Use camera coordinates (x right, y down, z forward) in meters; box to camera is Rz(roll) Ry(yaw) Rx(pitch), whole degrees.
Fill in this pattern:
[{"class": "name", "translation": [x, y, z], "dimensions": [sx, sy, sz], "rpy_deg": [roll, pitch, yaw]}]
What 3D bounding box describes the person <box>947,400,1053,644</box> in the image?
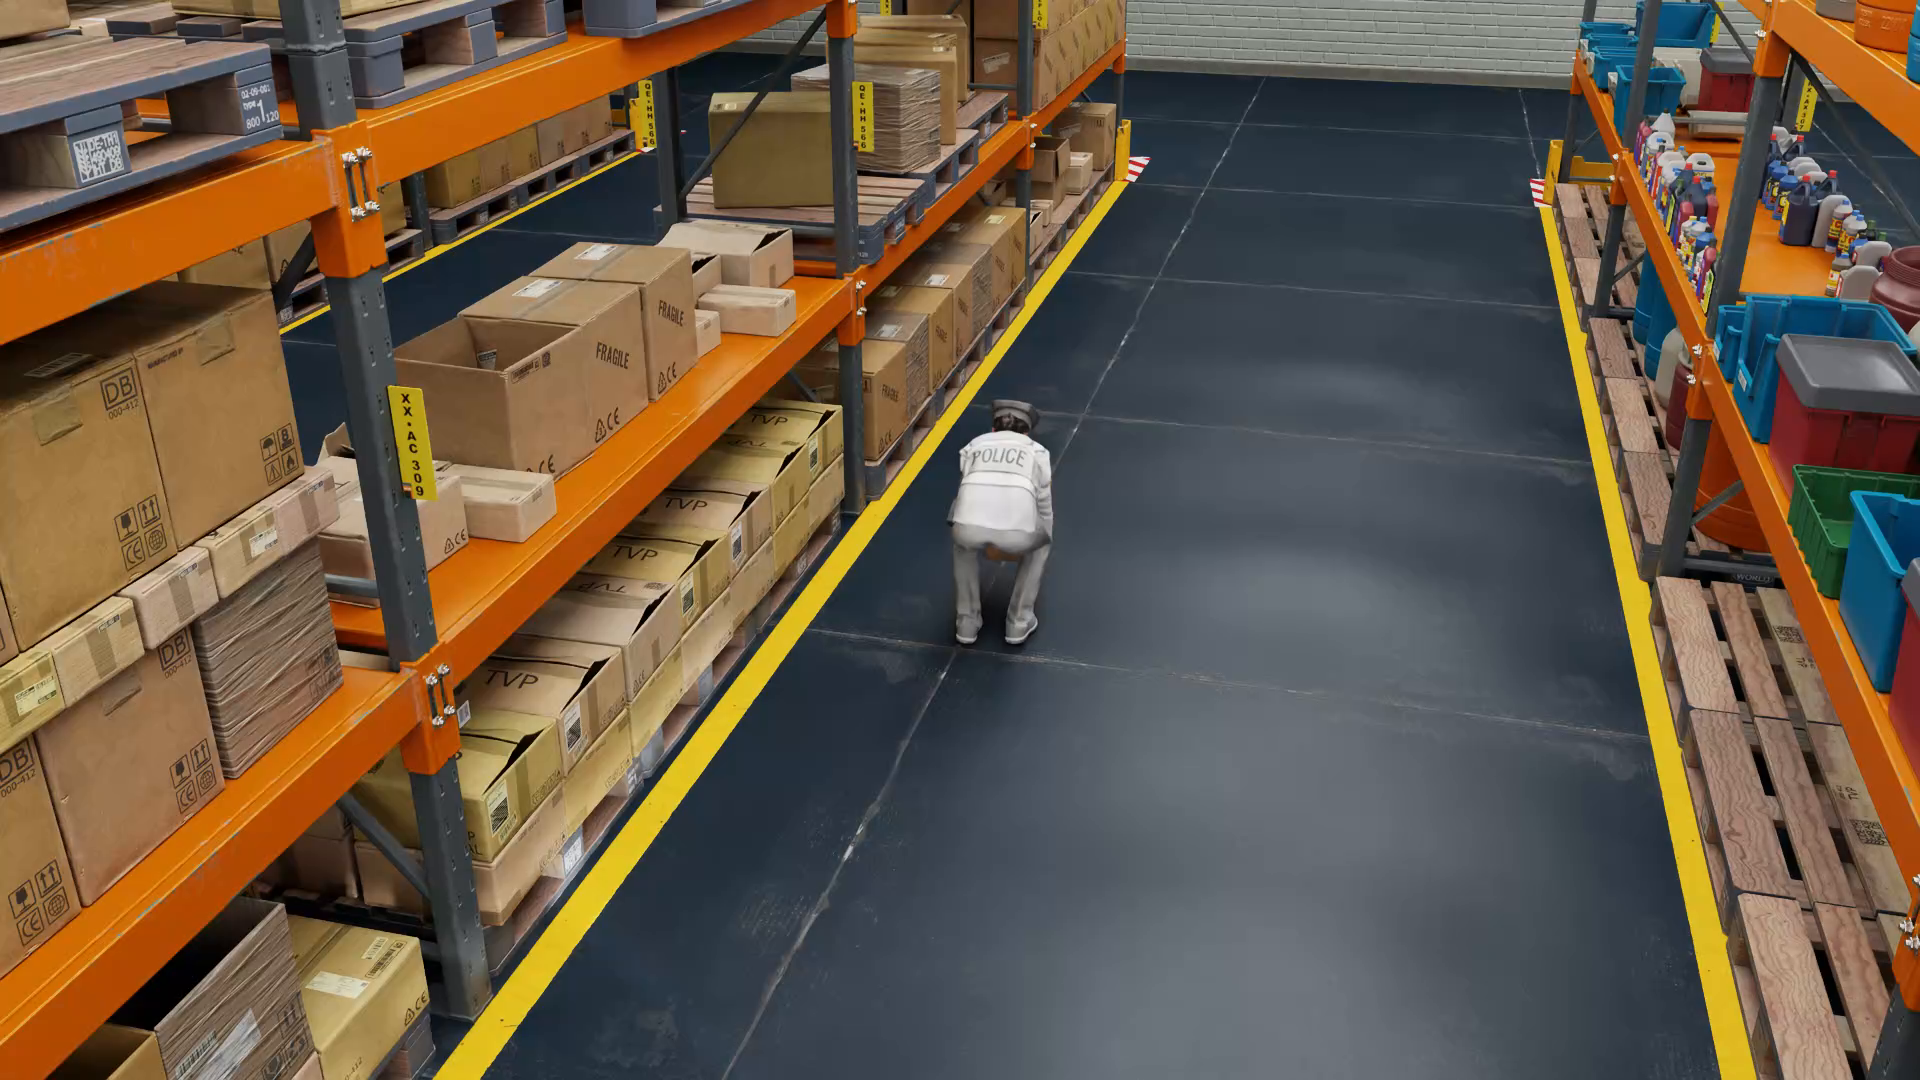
[{"class": "person", "translation": [0.190, -0.073, 7.560], "dimensions": [0.462, 0.983, 0.911], "rpy_deg": [5, 26, 10]}]
